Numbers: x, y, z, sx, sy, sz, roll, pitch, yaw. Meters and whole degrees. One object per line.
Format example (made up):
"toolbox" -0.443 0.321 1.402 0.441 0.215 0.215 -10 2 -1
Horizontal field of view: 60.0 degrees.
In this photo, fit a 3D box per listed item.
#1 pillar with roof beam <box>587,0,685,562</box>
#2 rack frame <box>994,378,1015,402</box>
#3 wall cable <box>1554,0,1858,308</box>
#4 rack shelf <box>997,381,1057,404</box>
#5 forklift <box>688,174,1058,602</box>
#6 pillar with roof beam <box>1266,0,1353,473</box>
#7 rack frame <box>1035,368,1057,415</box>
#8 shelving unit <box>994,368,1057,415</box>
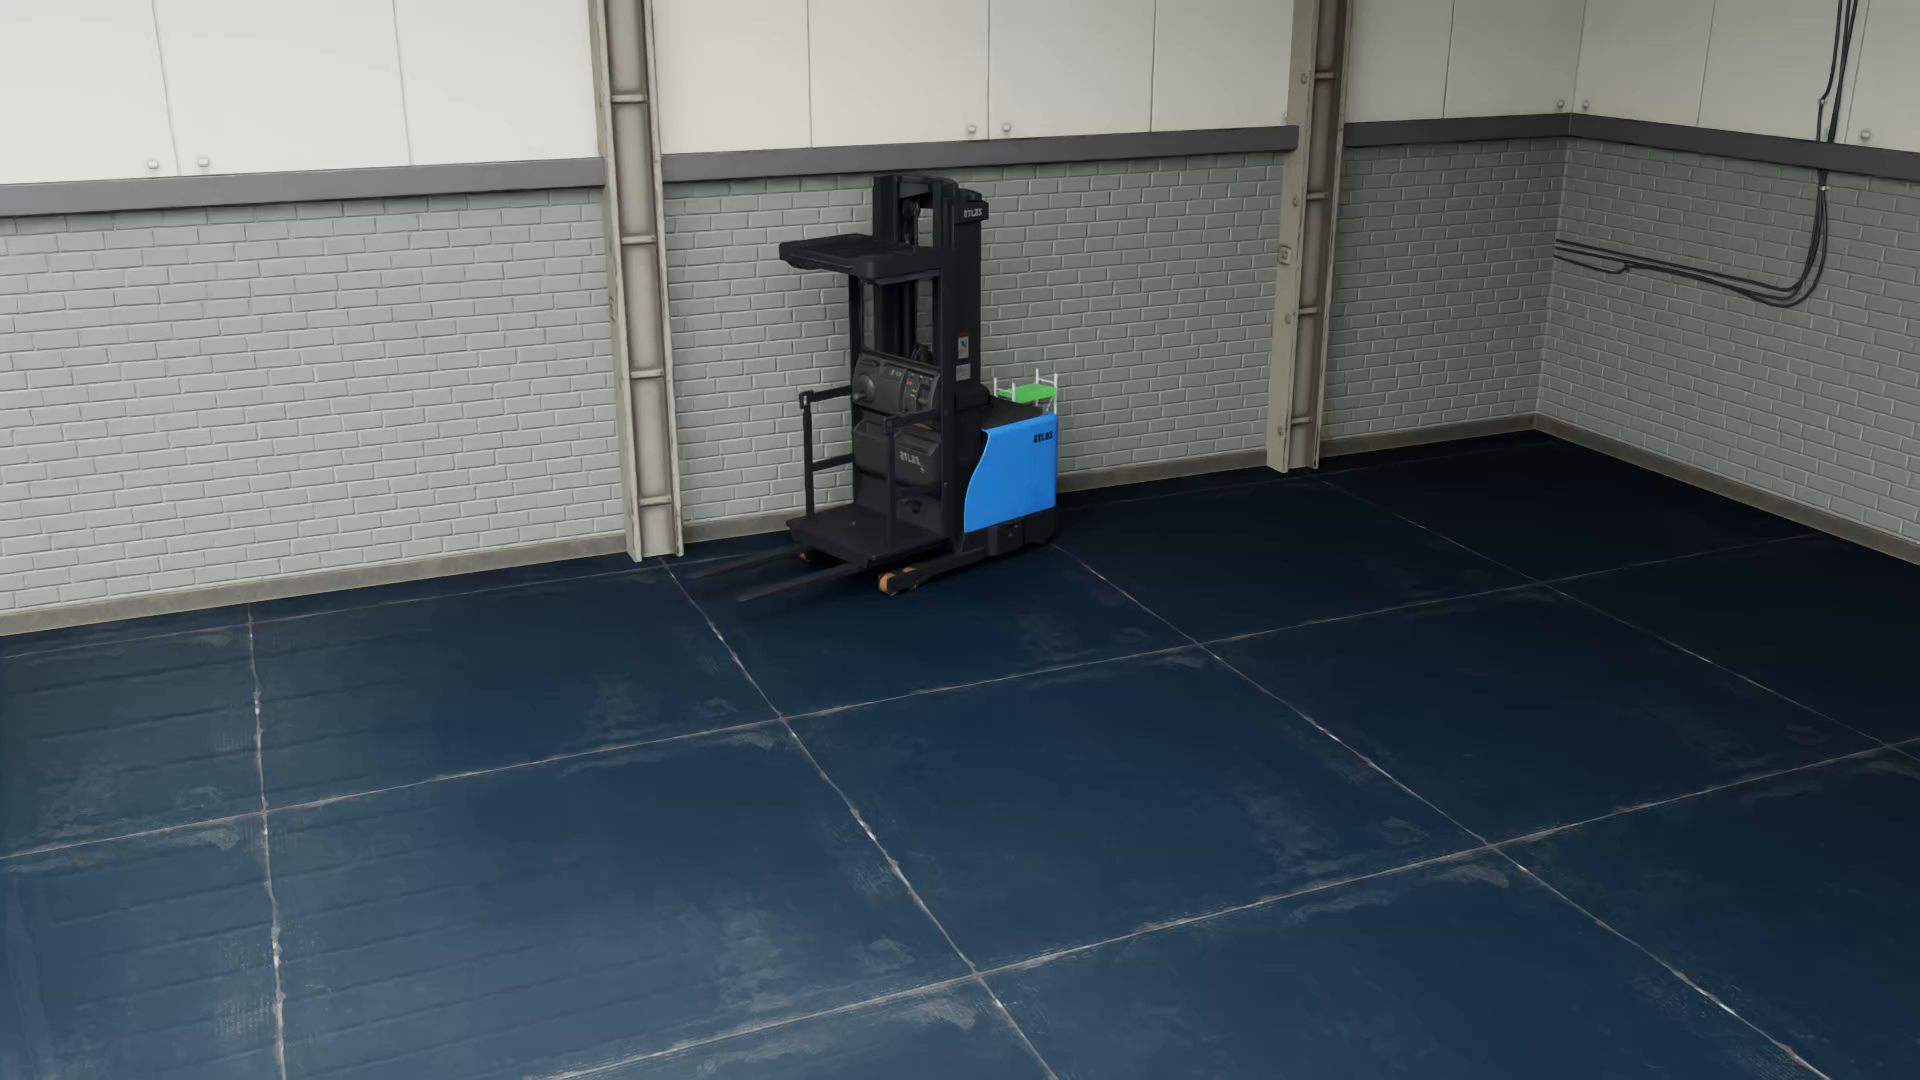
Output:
"pillar with roof beam" -0.719 -2.830 8.010 0.400 9.000 9.100 -8 21 -22
"rack frame" 0.364 -0.741 13.819 0.015 1.200 0.240 -17 25 -39
"wall cable" 6.314 -3.452 14.451 0.112 2.526 3.097 -8 21 -22
"rack shelf" 0.544 -1.187 13.835 0.480 0.148 0.258 -17 25 -39
"forklift" -0.640 -1.165 12.419 3.031 2.935 1.130 -17 25 -39
"pillar with roof beam" 4.790 -3.619 10.252 0.400 9.000 9.100 -8 21 -22
"rack frame" 0.725 -0.849 14.128 0.015 1.200 0.240 -17 25 -39
"shelving unit" 0.544 -0.795 13.973 0.503 1.200 0.258 -17 25 -39
